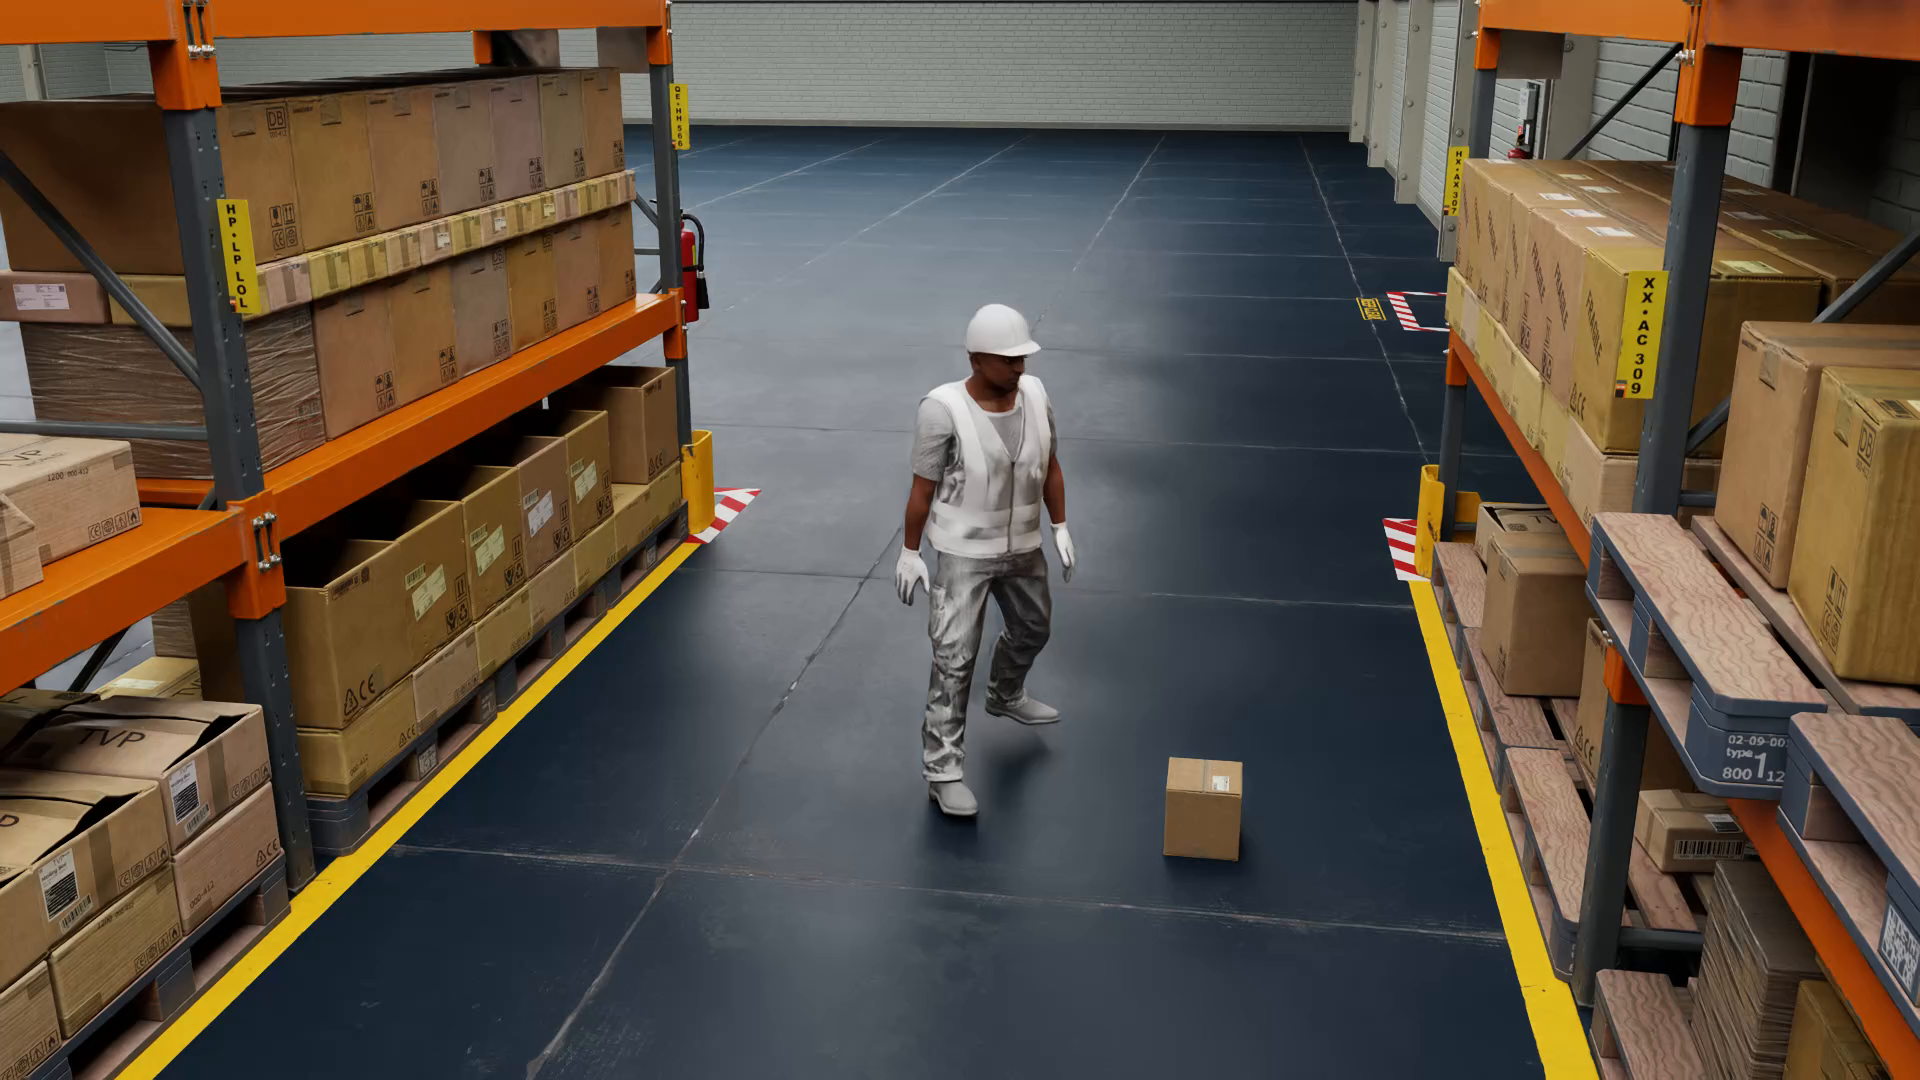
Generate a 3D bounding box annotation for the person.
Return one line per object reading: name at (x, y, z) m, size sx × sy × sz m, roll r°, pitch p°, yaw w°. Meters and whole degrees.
person at (0.130, 0.012, 5.967) m, size 0.765 × 1.774 × 0.675 m, roll -11°, pitch 21°, yaw -32°
